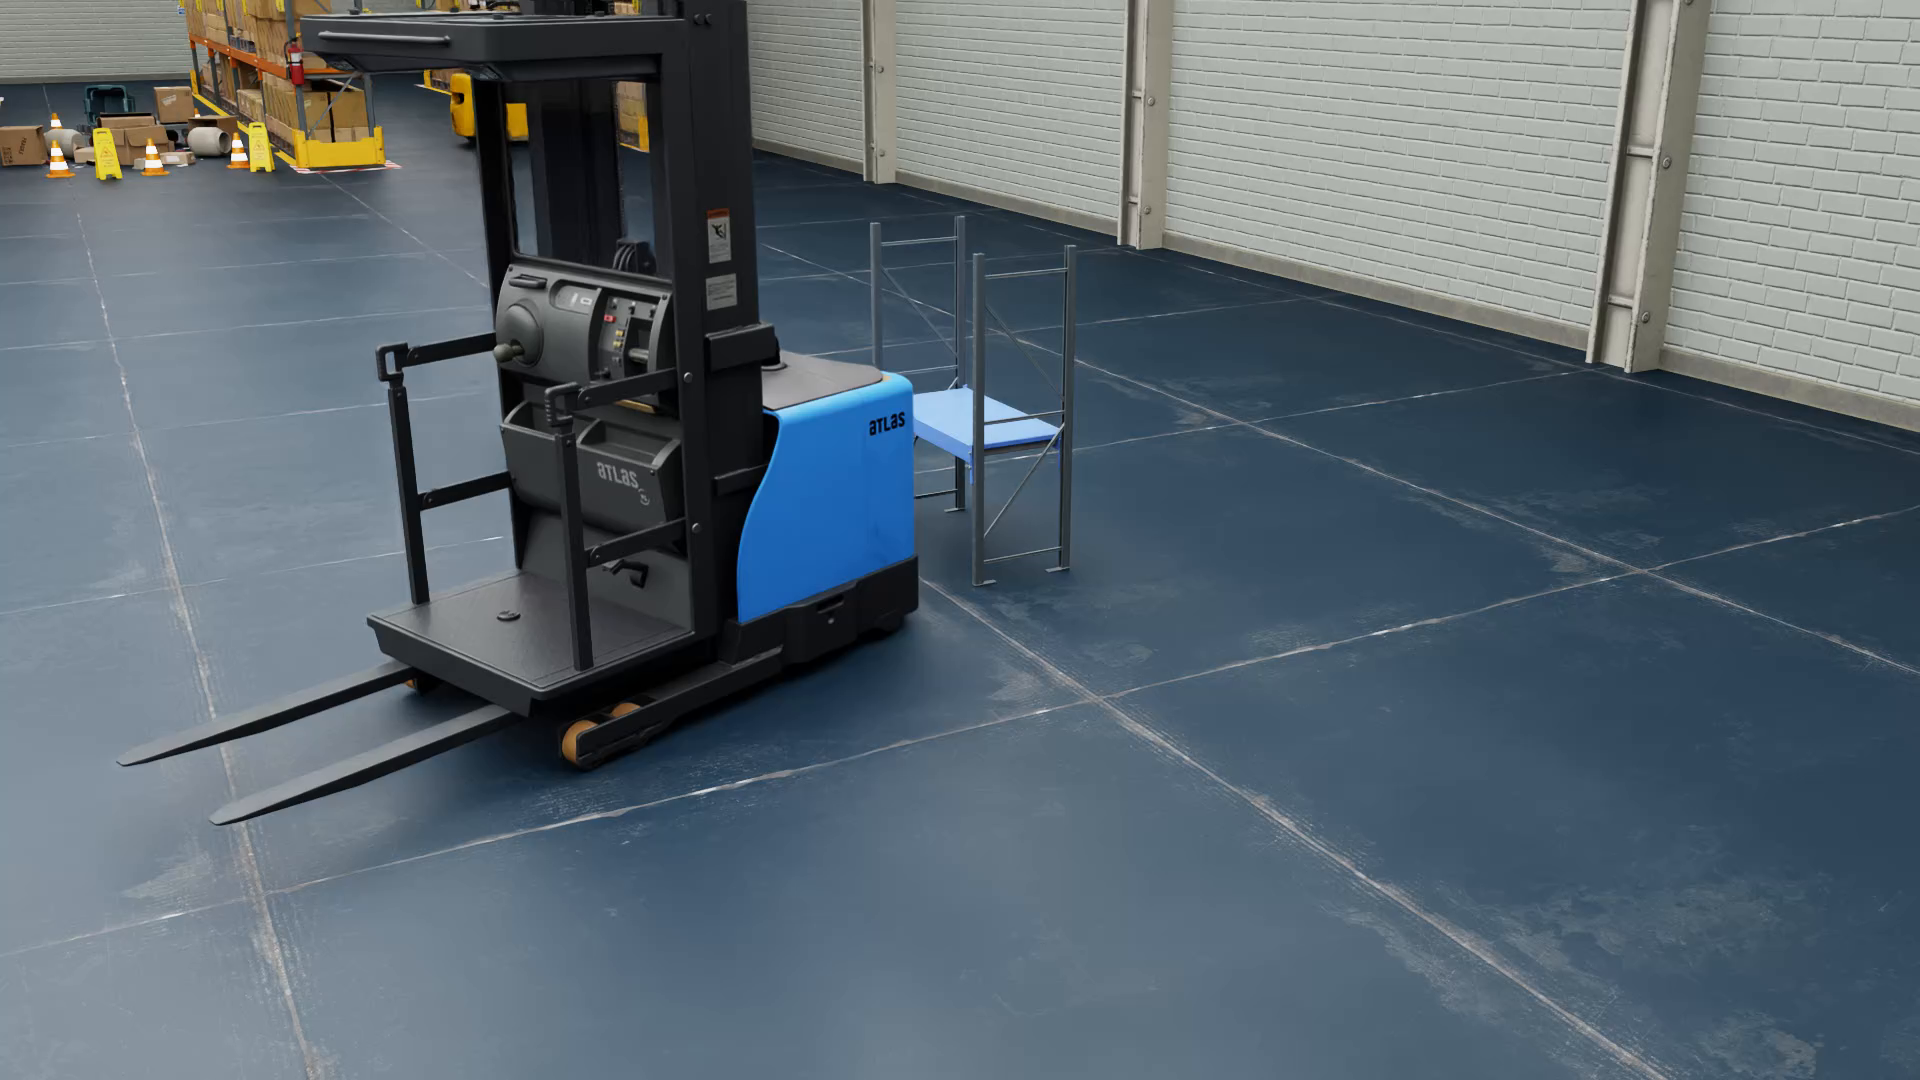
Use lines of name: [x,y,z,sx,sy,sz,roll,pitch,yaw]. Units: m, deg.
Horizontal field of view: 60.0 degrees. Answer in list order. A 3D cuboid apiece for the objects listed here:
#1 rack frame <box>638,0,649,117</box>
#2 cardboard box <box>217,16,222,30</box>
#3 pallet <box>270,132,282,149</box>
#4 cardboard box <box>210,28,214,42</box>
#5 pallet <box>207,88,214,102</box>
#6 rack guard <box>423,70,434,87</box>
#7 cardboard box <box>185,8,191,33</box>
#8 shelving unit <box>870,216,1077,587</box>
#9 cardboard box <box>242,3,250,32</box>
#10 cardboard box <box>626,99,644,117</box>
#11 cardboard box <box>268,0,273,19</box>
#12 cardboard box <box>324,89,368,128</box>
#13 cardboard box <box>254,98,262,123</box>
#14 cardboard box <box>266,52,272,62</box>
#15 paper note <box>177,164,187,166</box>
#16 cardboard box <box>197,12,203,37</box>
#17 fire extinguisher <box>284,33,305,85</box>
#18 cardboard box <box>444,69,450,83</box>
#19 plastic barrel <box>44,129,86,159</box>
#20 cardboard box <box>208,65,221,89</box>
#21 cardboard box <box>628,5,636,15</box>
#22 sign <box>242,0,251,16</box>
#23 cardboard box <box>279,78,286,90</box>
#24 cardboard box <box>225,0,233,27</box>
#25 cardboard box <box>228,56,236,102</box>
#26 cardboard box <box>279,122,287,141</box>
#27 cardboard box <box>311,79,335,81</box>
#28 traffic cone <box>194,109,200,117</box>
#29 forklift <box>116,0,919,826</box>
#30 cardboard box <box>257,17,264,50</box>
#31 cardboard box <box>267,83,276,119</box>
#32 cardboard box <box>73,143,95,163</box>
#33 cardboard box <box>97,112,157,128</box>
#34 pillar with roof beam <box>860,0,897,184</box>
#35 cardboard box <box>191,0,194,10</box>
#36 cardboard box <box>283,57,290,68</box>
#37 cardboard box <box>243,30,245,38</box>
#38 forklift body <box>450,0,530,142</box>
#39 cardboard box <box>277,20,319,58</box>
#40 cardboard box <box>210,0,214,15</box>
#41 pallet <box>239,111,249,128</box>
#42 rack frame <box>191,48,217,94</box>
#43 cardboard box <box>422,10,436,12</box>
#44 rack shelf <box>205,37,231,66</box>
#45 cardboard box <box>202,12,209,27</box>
rack frame: [-4.347,-7.478,25.204,1.000,3.000,0.127,-10,21,-27]
cardboard box: [-13.213,-9.416,30.285,0.500,0.250,0.500,-11,22,-28]
pallet: [-10.263,-6.351,26.213,1.003,0.211,1.213,-10,21,-27]
cardboard box: [-13.959,-9.617,31.633,0.500,0.250,0.500,-10,21,-27]
pallet: [-15.288,-9.416,35.095,1.003,0.211,1.213,-10,21,-27]
rack guard: [-11.909,-10.868,38.860,1.175,0.500,0.348,-10,21,-27]
cardboard box: [-16.336,-11.166,35.740,0.500,0.500,0.500,-10,21,-27]
shelving unit: [0.041,-0.684,7.816,0.538,1.500,1.048,-10,21,-27]
cardboard box: [-11.271,-8.482,26.861,0.500,0.500,0.500,-10,21,-26]
cardboard box: [-4.853,-6.704,25.768,0.500,0.250,0.500,-10,22,-27]
cardboard box: [-9.382,-7.628,23.497,0.700,0.500,0.500,-10,21,-26]
cardboard box: [-8.865,-6.243,24.046,0.500,0.500,0.500,-11,22,-28]
cardboard box: [-11.209,-7.169,27.693,0.950,0.372,0.625,-9,21,-23]
cardboard box: [-10.147,-7.229,24.867,0.380,0.149,0.250,-10,21,-26]
paper note: [-10.914,-5.268,23.350,0.142,0.019,0.148,16,25,39]
cardboard box: [-15.106,-10.441,33.637,0.500,0.500,0.500,-11,22,-28]
fire extinguisher: [-9.065,-6.567,22.684,0.296,0.674,0.183,-10,21,-27]
cardboard box: [-11.203,-10.479,37.090,0.500,0.500,0.500,-10,21,-26]
plastic barrel: [-13.033,-5.755,24.160,0.512,0.421,0.421,4,19,11]
cardboard box: [-15.468,-9.853,35.372,0.875,0.438,0.875,-9,21,-25]
cardboard box: [-4.847,-8.109,25.428,0.380,0.149,0.250,-10,21,-27]
sign: [-11.100,-8.317,25.860,0.100,0.325,0.005,-10,21,-27]
cardboard box: [-9.674,-6.625,24.160,0.380,0.149,0.250,-10,21,-26]
cardboard box: [-12.503,-9.226,29.017,0.500,0.500,0.500,-11,22,-28]
cardboard box: [-13.187,-8.667,31.263,0.875,0.875,0.875,-10,21,-26]
cardboard box: [-9.827,-6.097,24.772,0.500,0.250,0.500,-11,22,-29]
cardboard box: [-10.096,-6.981,26.187,0.500,0.500,0.500,-10,22,-27]
traffic cone: [-12.434,-6.796,27.118,0.336,0.463,0.334,-10,21,-27]
forklift: [-1.507,-0.771,5.871,1.130,2.935,3.031,15,24,37]
cardboard box: [-10.391,-7.734,25.338,0.500,0.500,0.500,-10,21,-27]
cardboard box: [-10.306,-6.747,25.507,0.500,0.500,0.500,-9,21,-24]
cardboard box: [-12.484,-5.560,23.838,0.396,0.266,0.258,-6,20,-17]
cardboard box: [-12.227,-5.972,24.457,0.797,0.637,0.503,-10,21,-27]
pillar with roof beam: [-4.824,-8.264,18.286,9.100,9.000,0.400,-10,21,-27]
cardboard box: [-15.594,-11.202,34.311,0.500,0.500,0.500,-10,21,-26]
cardboard box: [-9.297,-6.719,23.390,0.380,0.149,0.250,-10,22,-27]
cardboard box: [-11.797,-8.491,27.881,0.380,0.149,0.250,-9,21,-25]
forklift body: [-6.853,-7.339,26.102,2.313,2.155,1.214,-10,21,-27]
cardboard box: [-9.214,-7.009,23.236,0.500,0.500,0.500,-10,22,-28]
cardboard box: [-13.703,-10.069,31.025,0.500,0.500,0.500,-10,22,-28]
pallet: [-12.143,-7.462,29.433,1.003,0.211,1.213,-10,21,-27]
rack frame: [-16.311,-11.301,36.284,1.000,3.000,0.127,-10,21,-27]
cardboard box: [-11.967,-11.969,37.993,0.500,0.250,0.500,-10,21,-26]
rack shelf: [-13.462,-9.239,31.410,1.077,0.370,4.000,-10,21,-27]
cardboard box: [-14.451,-10.148,32.407,0.500,0.250,0.500,-11,22,-28]
